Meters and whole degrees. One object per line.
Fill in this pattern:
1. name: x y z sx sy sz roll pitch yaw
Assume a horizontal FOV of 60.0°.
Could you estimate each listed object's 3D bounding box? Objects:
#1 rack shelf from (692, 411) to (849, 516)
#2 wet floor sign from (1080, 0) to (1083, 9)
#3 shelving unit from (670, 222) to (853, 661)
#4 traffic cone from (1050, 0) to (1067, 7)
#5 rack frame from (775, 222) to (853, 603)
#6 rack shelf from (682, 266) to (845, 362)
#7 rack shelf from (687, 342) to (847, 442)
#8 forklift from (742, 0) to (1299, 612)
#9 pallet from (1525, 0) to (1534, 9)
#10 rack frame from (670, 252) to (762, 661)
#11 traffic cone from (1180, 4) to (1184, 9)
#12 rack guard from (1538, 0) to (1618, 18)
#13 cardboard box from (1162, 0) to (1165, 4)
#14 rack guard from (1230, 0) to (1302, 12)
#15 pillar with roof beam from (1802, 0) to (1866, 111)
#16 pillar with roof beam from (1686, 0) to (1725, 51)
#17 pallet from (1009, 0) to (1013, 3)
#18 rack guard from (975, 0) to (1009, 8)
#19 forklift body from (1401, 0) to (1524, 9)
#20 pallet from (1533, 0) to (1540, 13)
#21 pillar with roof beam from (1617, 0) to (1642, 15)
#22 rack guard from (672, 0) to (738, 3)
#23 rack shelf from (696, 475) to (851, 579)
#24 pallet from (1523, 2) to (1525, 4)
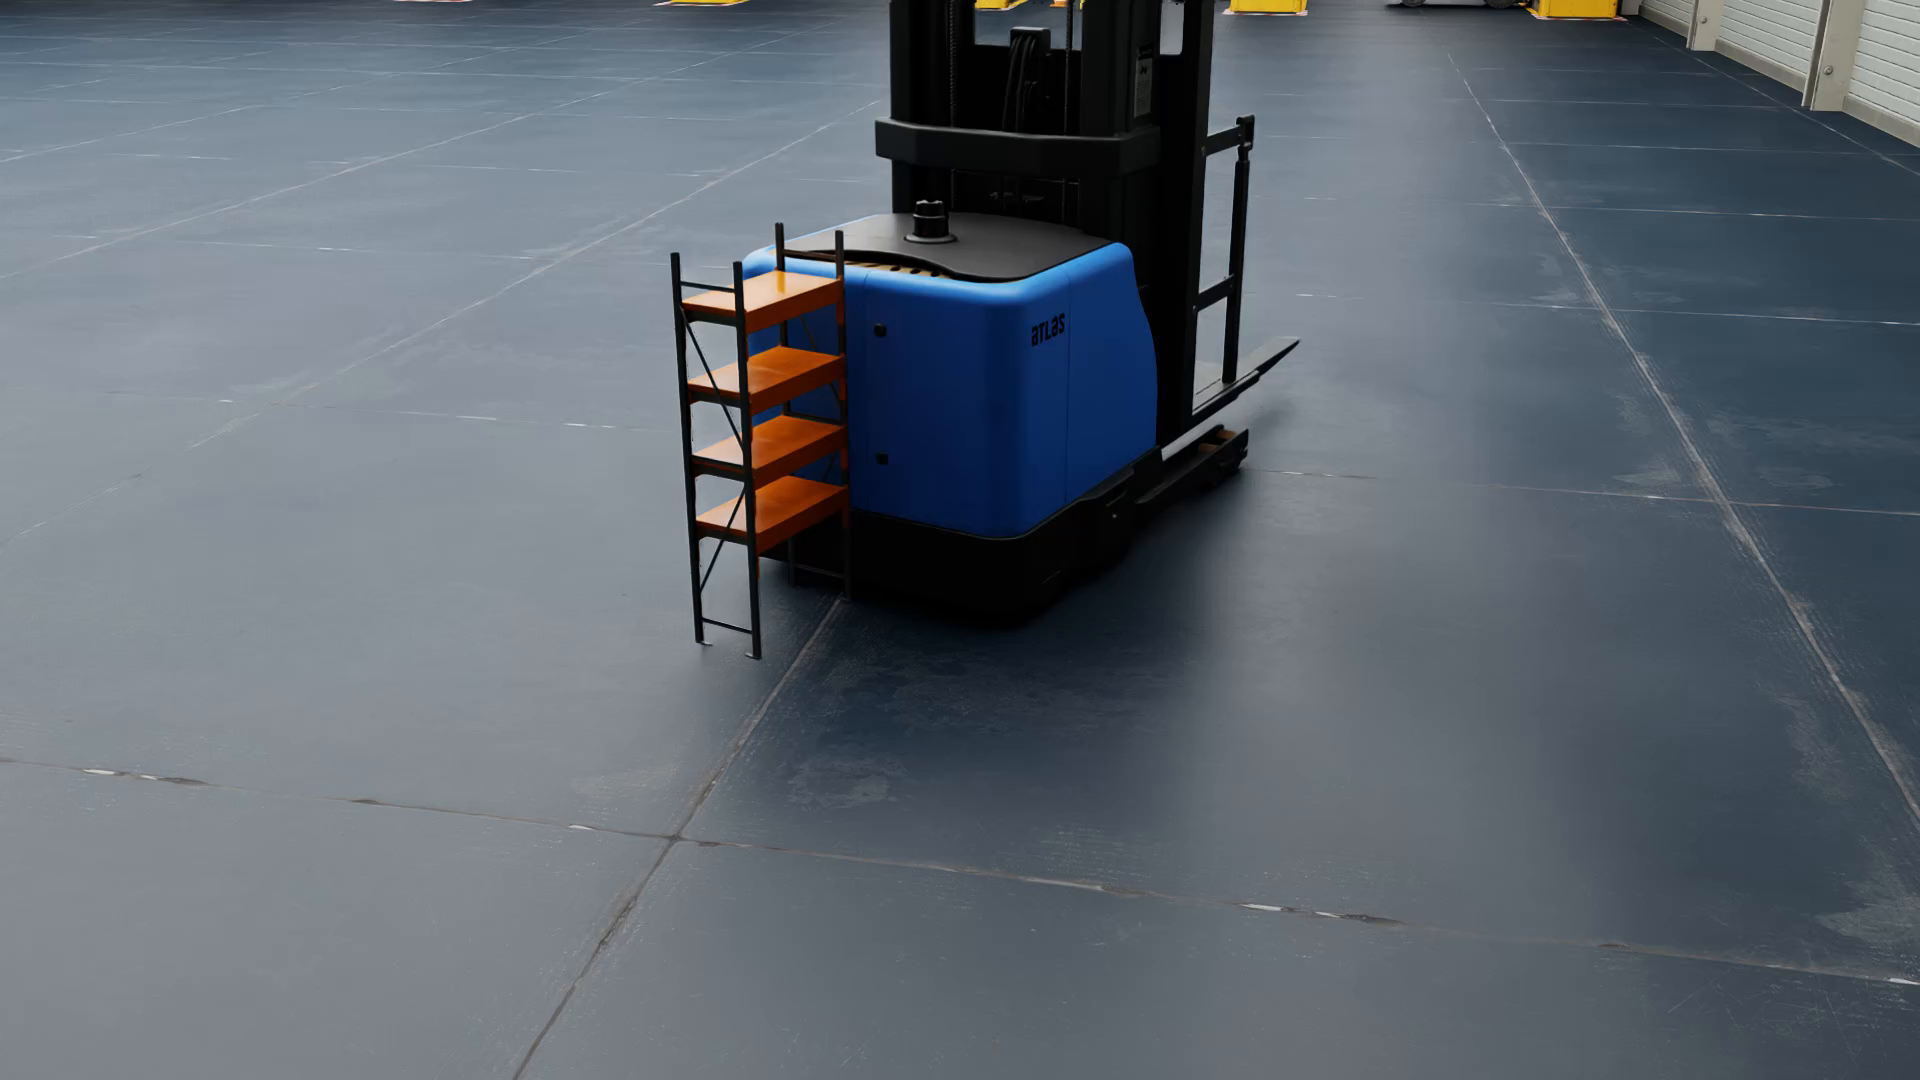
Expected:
1. rack shelf: -0.575 -0.238 5.019 0.258 0.148 0.480 12 25 28
2. wet floor sign: 2.182 -9.336 28.170 0.267 0.644 0.232 1 22 2
3. shelving unit: -0.575 -0.301 4.994 0.258 1.200 0.503 12 25 28
4. traffic cone: 1.748 -9.499 28.819 0.336 0.463 0.334 4 22 11
5. rack frame: -0.451 -0.379 5.189 0.240 1.200 0.015 12 25 28
6. rack shelf: -0.575 -0.665 4.847 0.258 0.148 0.480 12 25 28
7. rack shelf: -0.575 -0.446 4.935 0.258 0.148 0.480 12 25 28
8. forklift: 0.477 -1.644 6.011 1.130 2.935 3.031 12 25 28
9. pallet: 10.342 -9.306 28.678 1.003 0.211 1.213 4 22 11
10. rack frame: -0.700 -0.222 4.799 0.240 1.200 0.015 12 25 28
11. traffic cone: 3.941 -9.328 28.395 0.336 0.463 0.334 4 22 11
12. rack guard: 9.971 -8.704 26.796 1.175 0.500 0.348 4 22 11
13. cardboard box: 3.406 -9.560 29.391 0.380 0.149 0.250 18 28 38
14. rack guard: 5.132 -9.117 27.822 1.175 0.500 0.348 4 22 11
15. pillar with roof beam: 4.338 -8.780 15.609 9.100 9.000 0.400 4 22 11
16. pillar with roof beam: 5.562 -10.975 21.058 9.100 9.000 0.400 4 22 11
17. pallet: 0.336 -9.594 29.394 1.003 0.211 1.213 4 22 11
18. rack guard: 0.245 -9.421 28.577 1.175 0.500 0.348 4 22 11
19. forklift body: 8.577 -10.311 28.576 2.313 2.155 1.214 4 22 11
20. pallet: 10.091 -8.861 27.574 1.003 0.211 1.213 4 22 11
21. pillar with roof beam: 6.786 -13.169 26.506 9.100 9.000 0.400 4 22 11
22. rack guard: -4.570 -9.873 29.698 1.175 0.500 0.348 4 22 11
23. rack shelf: -0.575 -0.054 5.093 0.258 0.148 0.480 12 25 28
24. pallet: 10.589 -9.754 29.789 1.003 0.211 1.213 4 22 11
